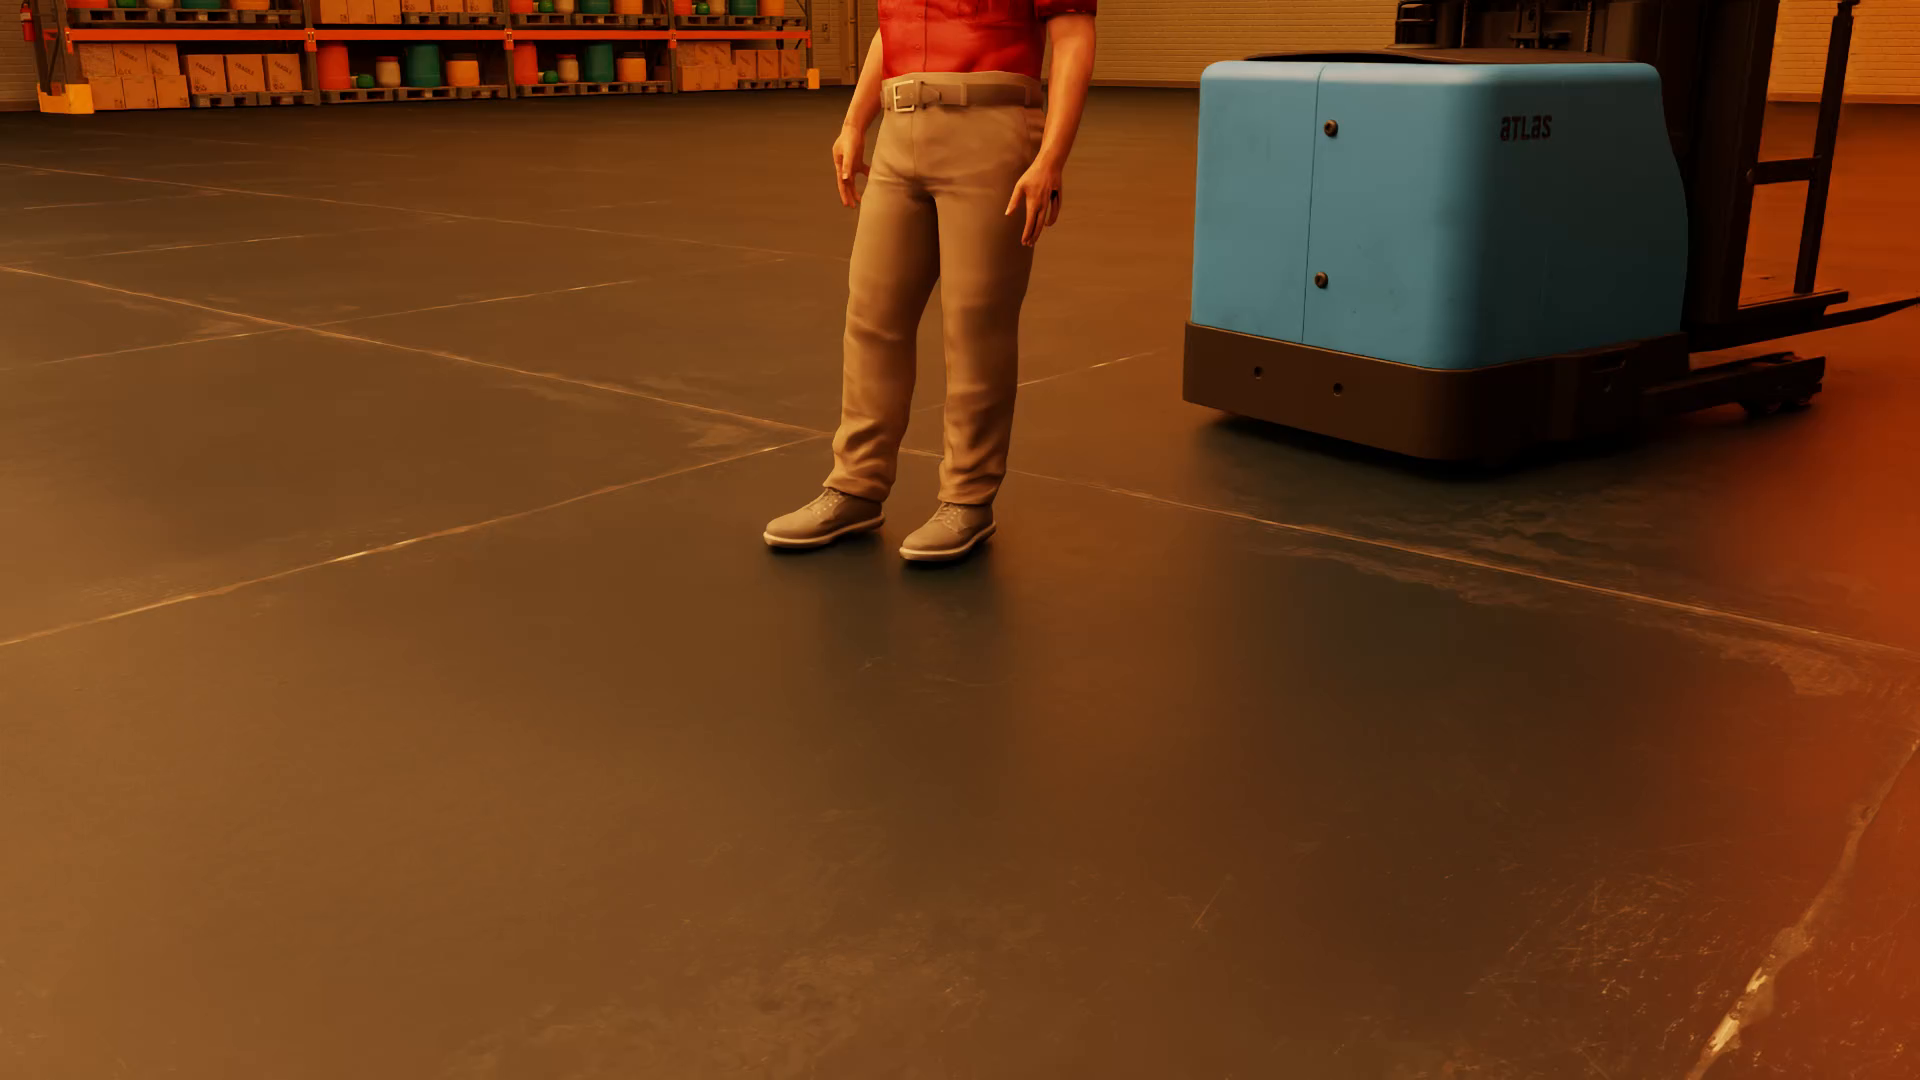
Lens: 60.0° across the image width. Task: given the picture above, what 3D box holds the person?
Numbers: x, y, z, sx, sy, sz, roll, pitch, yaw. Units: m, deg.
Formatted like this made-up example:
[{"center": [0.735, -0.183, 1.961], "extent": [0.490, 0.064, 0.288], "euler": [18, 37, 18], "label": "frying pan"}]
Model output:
[{"center": [-0.066, -0.816, 3.630], "extent": [0.640, 1.727, 0.551], "euler": [13, 21, 37], "label": "person"}]

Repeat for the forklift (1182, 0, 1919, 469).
[{"center": [2.175, -1.913, 5.197], "extent": [3.031, 2.935, 1.130], "euler": [-12, 21, -34], "label": "forklift"}]
